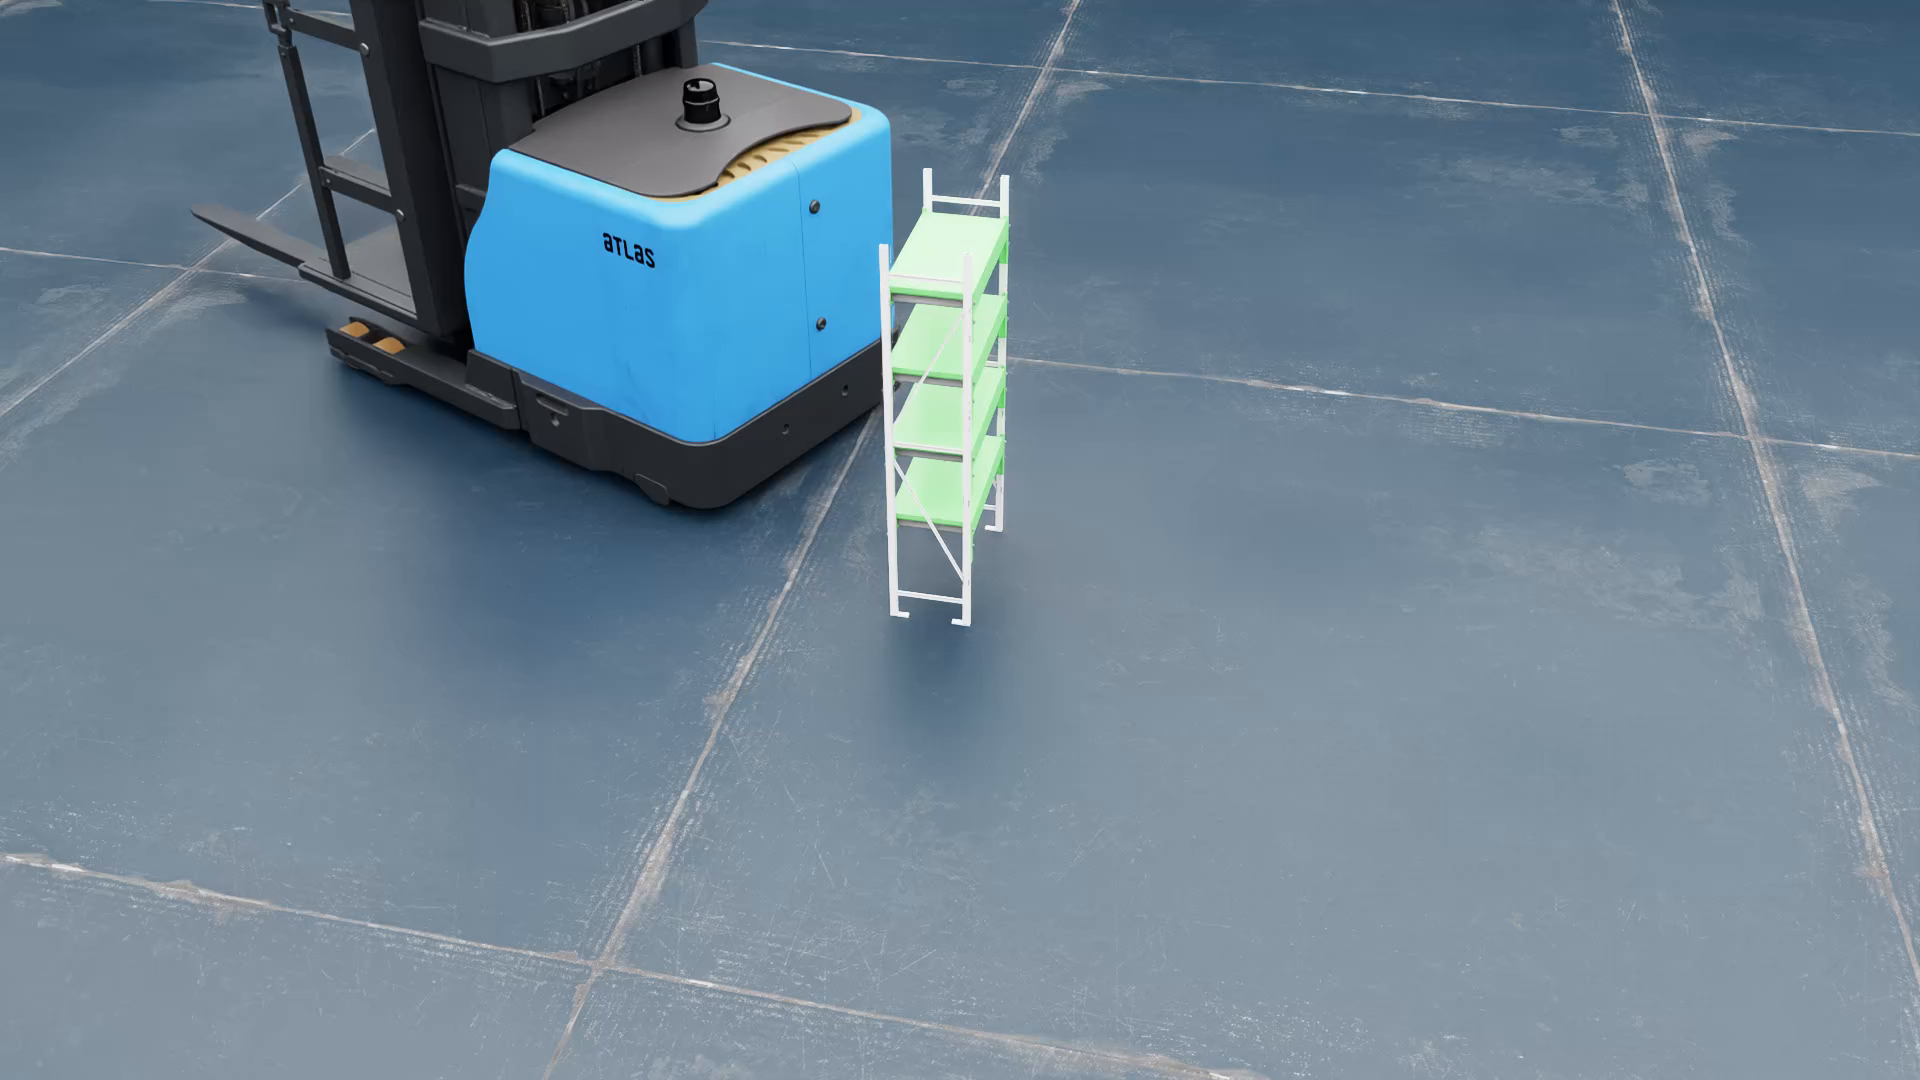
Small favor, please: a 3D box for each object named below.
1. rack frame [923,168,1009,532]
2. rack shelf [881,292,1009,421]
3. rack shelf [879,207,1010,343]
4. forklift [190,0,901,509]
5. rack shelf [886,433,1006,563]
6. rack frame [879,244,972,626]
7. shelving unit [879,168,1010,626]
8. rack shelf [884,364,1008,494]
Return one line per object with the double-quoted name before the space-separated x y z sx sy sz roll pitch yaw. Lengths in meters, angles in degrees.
"rack frame" 0.017 -0.531 4.960 0.240 1.200 0.015 7 37 10
"rack shelf" -0.035 -0.534 4.664 0.258 0.148 0.480 7 37 10
"rack shelf" -0.035 -0.728 4.523 0.258 0.148 0.480 7 37 10
"forklift" -1.696 -1.976 5.479 3.031 2.935 1.130 23 42 29
"rack shelf" -0.035 -0.145 4.945 0.258 0.148 0.480 7 37 10
"rack frame" -0.087 -0.251 4.574 0.240 1.200 0.015 7 37 10
"shelving unit" -0.035 -0.391 4.767 0.258 1.200 0.503 7 37 10
"rack shelf" -0.035 -0.339 4.804 0.258 0.148 0.480 7 37 10
